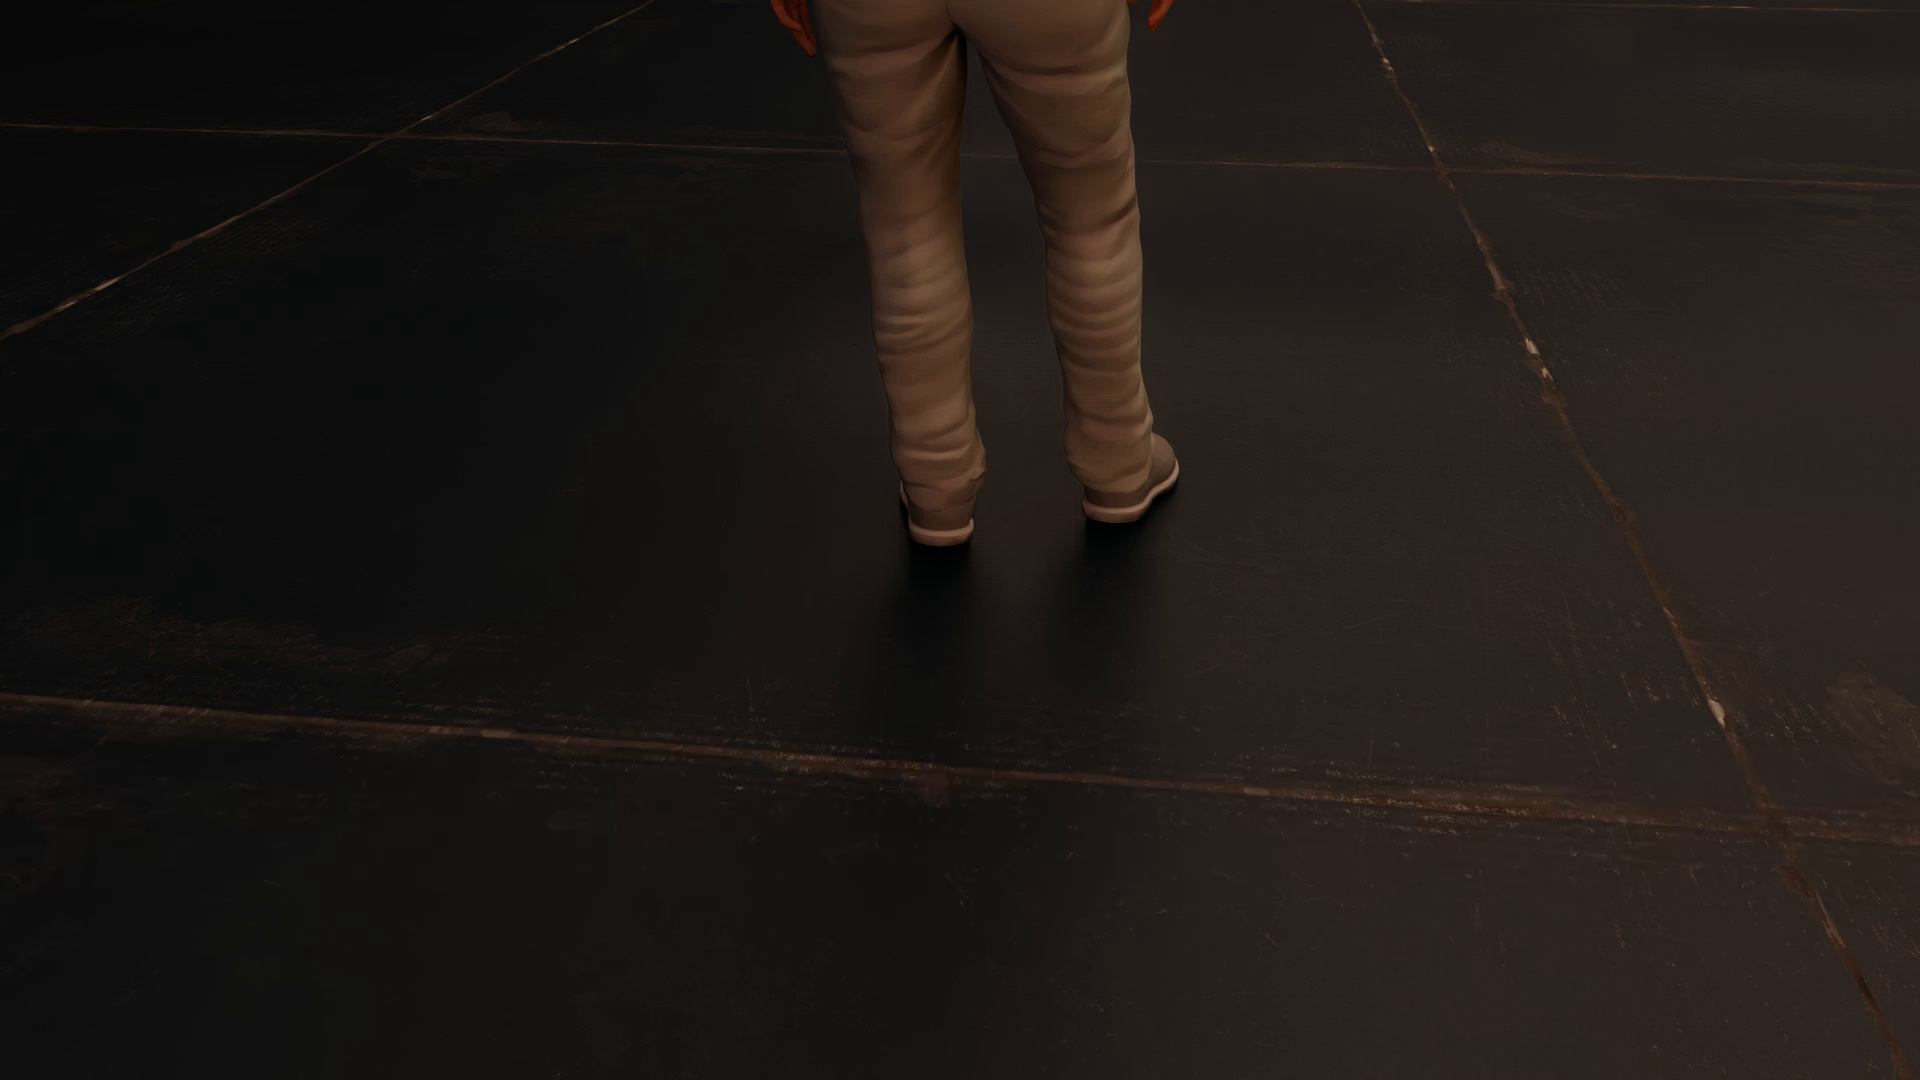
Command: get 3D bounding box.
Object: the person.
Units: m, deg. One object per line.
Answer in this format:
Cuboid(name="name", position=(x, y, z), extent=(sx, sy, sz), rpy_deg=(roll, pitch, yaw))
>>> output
Cuboid(name="person", position=(0.033, -0.784, 2.190), extent=(0.598, 1.670, 0.529), rpy_deg=(3, 27, 7))
